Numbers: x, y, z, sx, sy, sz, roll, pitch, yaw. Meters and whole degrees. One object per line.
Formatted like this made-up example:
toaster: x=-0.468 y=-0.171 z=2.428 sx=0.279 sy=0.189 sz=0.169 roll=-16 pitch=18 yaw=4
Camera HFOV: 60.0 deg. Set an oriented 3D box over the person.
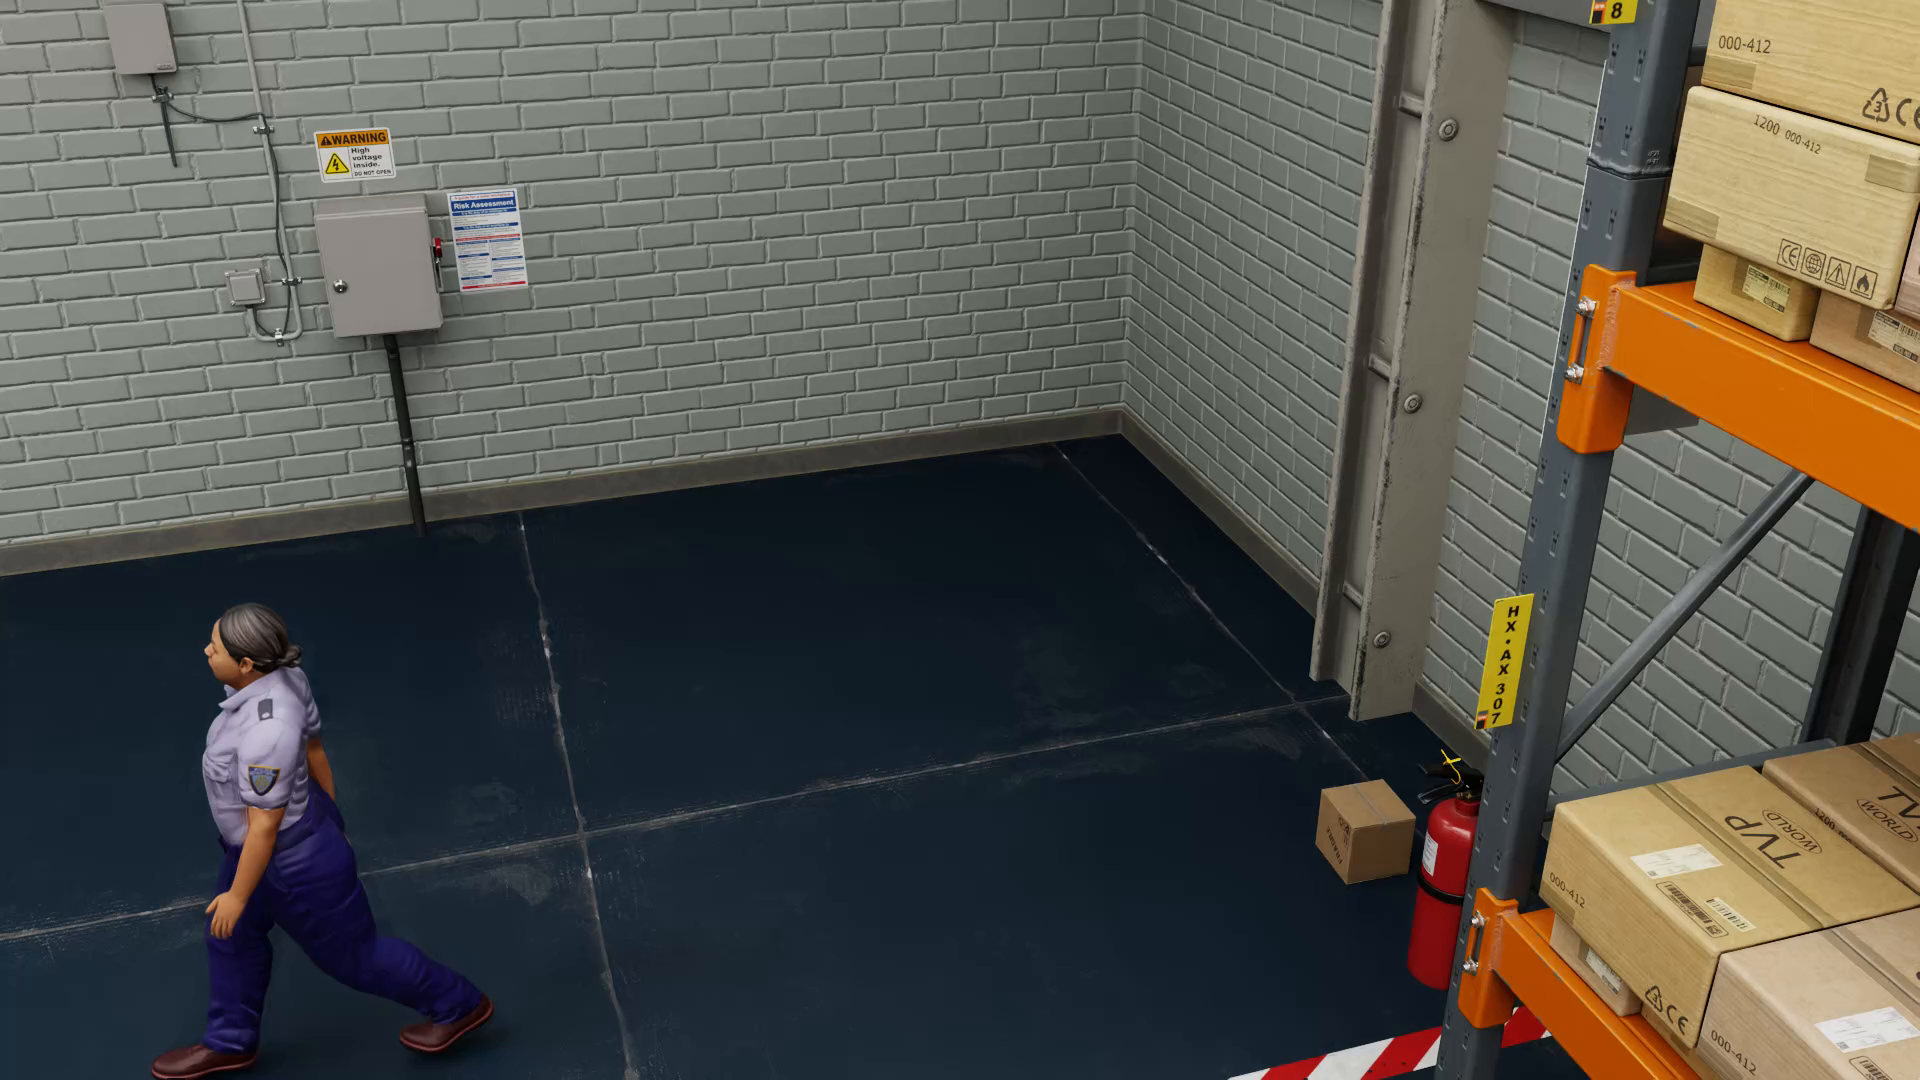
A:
person: x=-1.966 y=0.903 z=4.814 sx=0.988 sy=1.596 sz=0.471 roll=-11 pitch=29 yaw=-21
